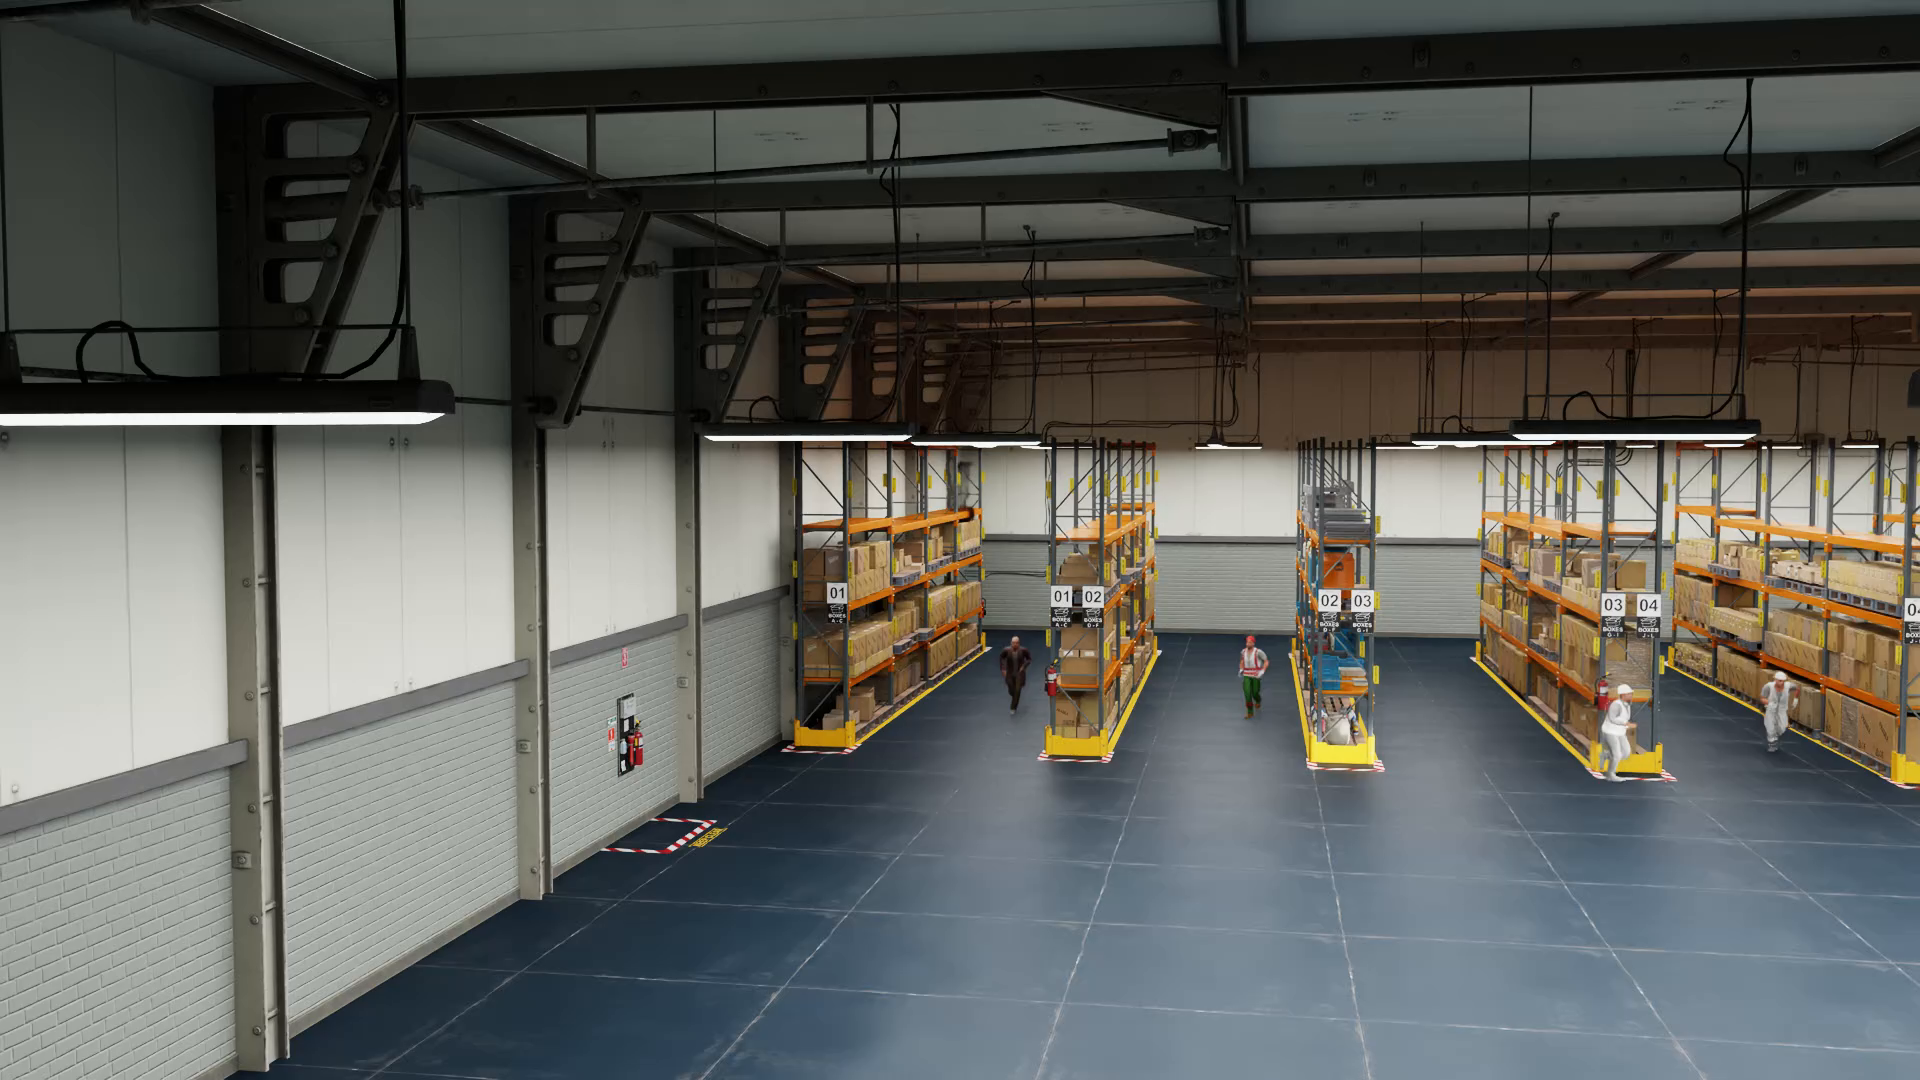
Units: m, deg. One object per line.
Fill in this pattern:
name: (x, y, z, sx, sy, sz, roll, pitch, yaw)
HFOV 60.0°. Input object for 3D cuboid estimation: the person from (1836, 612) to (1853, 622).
person: (24.326, 2.491, 45.758, 0.635, 1.618, 0.557, 0, 3, -8)

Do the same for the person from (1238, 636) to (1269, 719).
person: (6.338, 2.950, 35.909, 0.664, 1.777, 0.656, 2, 3, 30)

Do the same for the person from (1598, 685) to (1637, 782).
person: (11.394, 3.345, 28.815, 0.640, 1.715, 0.712, -3, 4, -40)

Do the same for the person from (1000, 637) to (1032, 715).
person: (1.218, 2.960, 36.460, 0.705, 1.717, 0.805, 0, 3, 1)

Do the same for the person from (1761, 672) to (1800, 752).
person: (15.509, 3.259, 31.454, 0.697, 1.594, 0.842, 1, 3, 17)
